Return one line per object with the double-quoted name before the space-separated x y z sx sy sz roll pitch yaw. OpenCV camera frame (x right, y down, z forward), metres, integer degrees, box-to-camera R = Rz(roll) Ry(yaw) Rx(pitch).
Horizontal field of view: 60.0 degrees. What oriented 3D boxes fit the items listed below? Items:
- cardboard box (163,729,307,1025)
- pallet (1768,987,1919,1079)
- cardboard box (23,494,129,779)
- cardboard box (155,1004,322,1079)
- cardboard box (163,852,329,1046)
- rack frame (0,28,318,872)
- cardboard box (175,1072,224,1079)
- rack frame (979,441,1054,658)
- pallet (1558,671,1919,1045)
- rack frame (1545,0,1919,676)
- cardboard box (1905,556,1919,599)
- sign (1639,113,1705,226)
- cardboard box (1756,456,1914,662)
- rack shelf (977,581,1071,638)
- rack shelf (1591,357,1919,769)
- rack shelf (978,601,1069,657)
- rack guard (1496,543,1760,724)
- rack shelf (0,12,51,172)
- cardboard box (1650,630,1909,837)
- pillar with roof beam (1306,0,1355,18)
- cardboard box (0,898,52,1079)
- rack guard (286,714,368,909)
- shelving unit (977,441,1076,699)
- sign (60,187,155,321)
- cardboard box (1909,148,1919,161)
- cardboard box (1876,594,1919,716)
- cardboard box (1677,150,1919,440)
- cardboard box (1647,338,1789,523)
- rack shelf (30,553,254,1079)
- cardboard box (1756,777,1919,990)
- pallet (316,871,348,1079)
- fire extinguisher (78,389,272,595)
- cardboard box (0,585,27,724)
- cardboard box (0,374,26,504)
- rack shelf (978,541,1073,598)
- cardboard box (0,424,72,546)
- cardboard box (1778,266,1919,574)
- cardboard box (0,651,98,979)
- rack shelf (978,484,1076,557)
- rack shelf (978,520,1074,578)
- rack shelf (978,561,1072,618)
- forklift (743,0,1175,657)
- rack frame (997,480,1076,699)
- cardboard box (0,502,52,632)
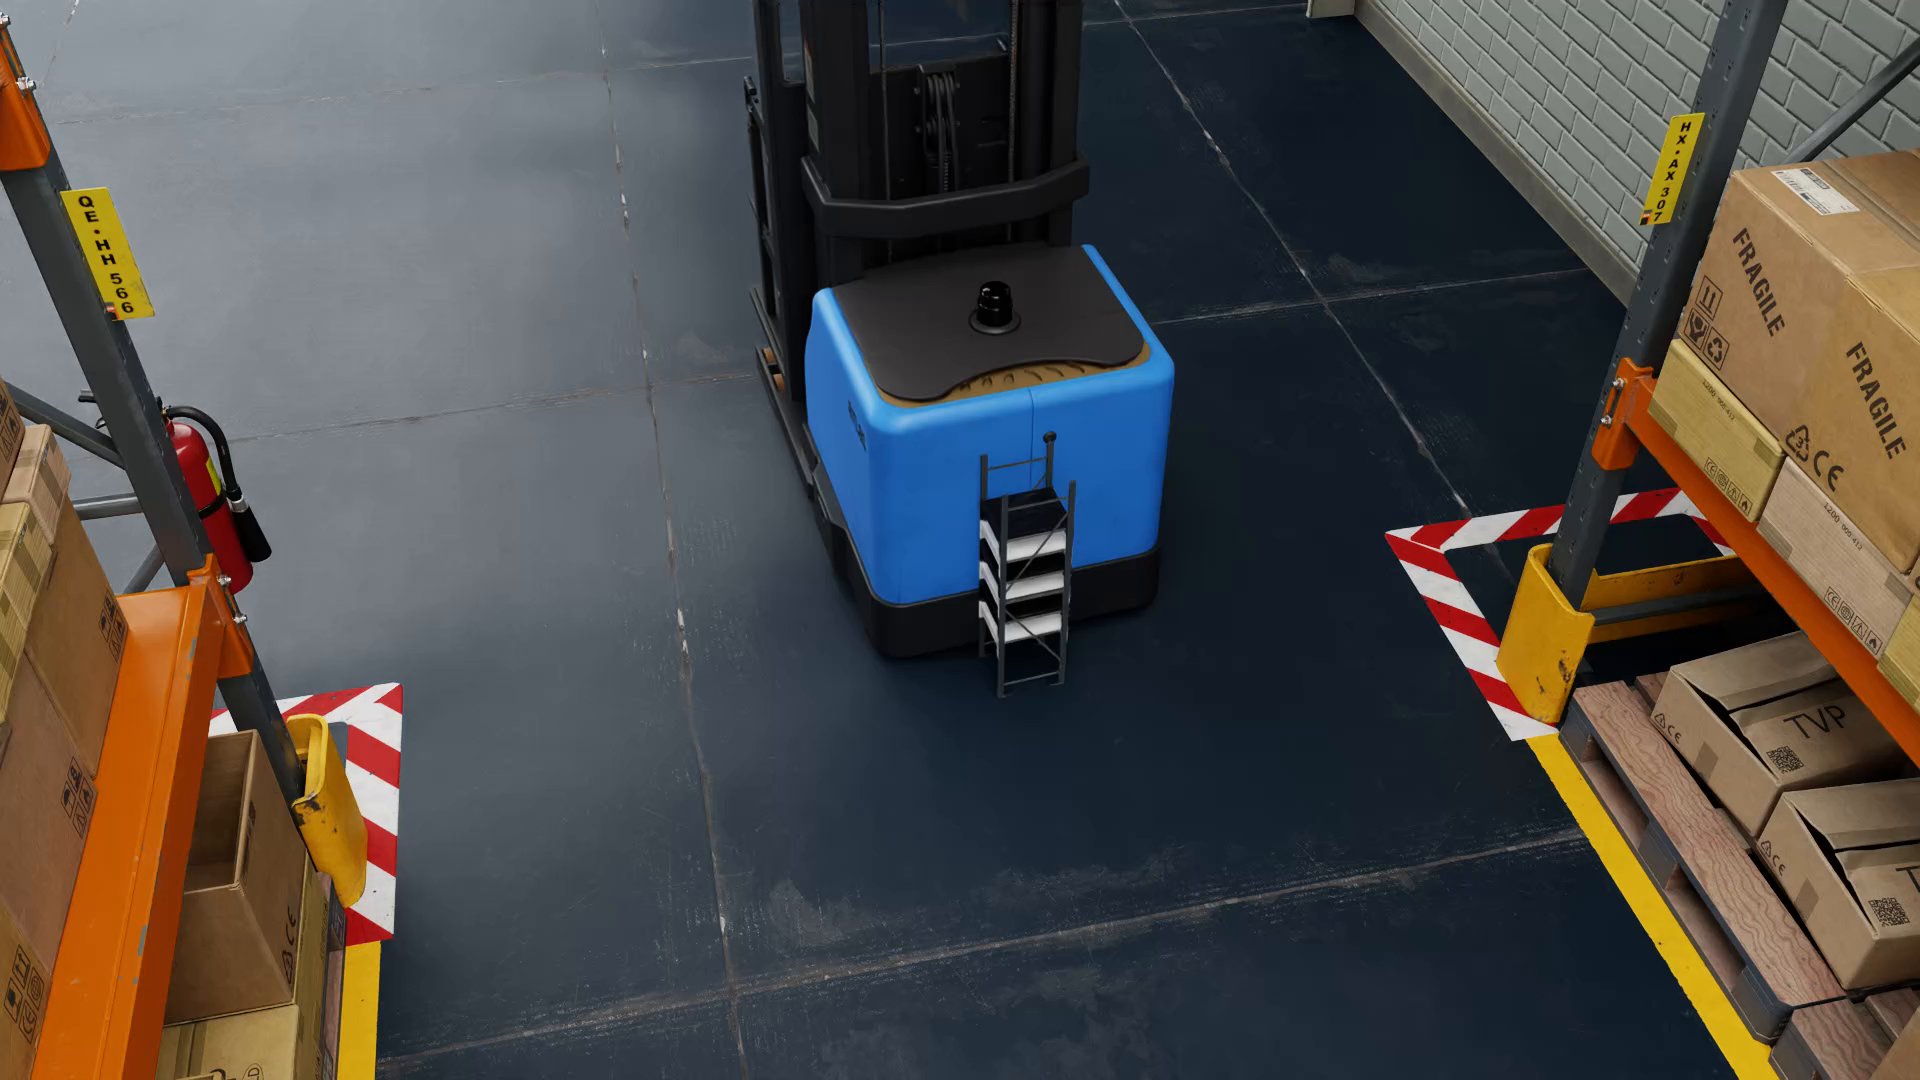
"cardboard box" -1.993 0.864 4.207 0.500 0.500 0.500 -8 42 -9
"pallet" 2.854 1.669 4.211 1.003 0.211 1.213 -8 42 -9
"cardboard box" -2.311 0.235 3.650 0.700 0.500 0.500 -8 42 -9
"cardboard box" -1.875 1.467 4.092 0.500 0.250 0.500 -8 42 -9
"cardboard box" -1.995 1.145 4.456 0.500 0.250 0.500 -8 42 -9
"rack frame" -2.399 -0.032 4.026 1.000 3.000 0.127 -8 42 -9
"cardboard box" -1.762 1.510 3.479 0.500 0.500 0.500 -8 42 -9
"rack frame" 0.181 0.049 5.517 0.240 0.900 0.006 -12 43 -13
"pallet" 2.594 0.880 5.100 1.003 0.211 1.213 -8 42 -9
"rack frame" 2.437 -0.744 4.828 1.000 3.000 0.127 -8 42 -9
"cardboard box" 2.449 0.034 3.485 0.500 0.500 0.500 -10 42 -11
"sign" 1.907 -0.990 4.453 0.100 0.325 0.005 -8 42 -9
"cardboard box" 2.358 0.001 4.087 0.500 0.250 0.500 -10 42 -11
"rack shelf" 0.211 0.206 5.526 0.258 0.077 0.200 -12 43 -13
"rack shelf" 2.869 0.822 3.607 1.077 0.370 4.000 -8 42 -9
"rack shelf" 0.211 0.273 5.586 0.258 0.077 0.200 -12 43 -13
"rack guard" 2.454 0.240 5.603 1.175 0.500 0.348 -8 42 -9
"rack shelf" -1.967 0.412 1.809 1.077 0.370 4.000 -8 42 -9
"cardboard box" 2.499 0.559 5.055 0.500 0.311 0.500 -13 43 -14
"pillar with roof beam" -2.066 -5.930 6.152 9.100 9.000 0.400 -8 42 -9
"cardboard box" -2.091 0.898 2.904 0.700 0.500 0.500 -8 42 -9
"rack guard" -2.404 0.888 4.873 1.175 0.500 0.348 -8 42 -9
"shelving unit" 0.211 0.113 5.444 0.258 0.900 0.210 -12 43 -13
"sign" -1.866 -0.622 3.641 0.100 0.325 0.005 -8 42 -9
"cardboard box" 2.746 -0.701 4.313 0.500 0.500 0.500 -9 42 -10
"cardboard box" 2.463 0.332 3.714 0.500 0.250 0.500 -9 42 -10
"cardboard box" 2.247 -0.623 4.226 0.500 0.500 0.500 -8 42 -9
"cardboard box" 2.232 -0.333 4.464 0.500 0.250 0.500 -9 42 -11
"rack shelf" -1.967 1.534 2.804 1.077 0.370 4.000 -8 42 -9
"cardboard box" 2.622 0.928 4.639 0.500 0.311 0.500 -5 42 -6
"pallet" -2.193 1.501 4.400 1.003 0.211 1.213 -8 42 -9
"fire extinguisher" -1.971 -0.146 4.213 0.296 0.674 0.183 -8 42 -9
"cardboard box" -2.017 0.244 3.152 0.380 0.149 0.250 -9 42 -10
"cardboard box" -2.299 -0.215 3.181 0.700 0.500 0.500 -8 42 -9
"rack shelf" 0.211 0.071 5.407 0.258 0.077 0.200 -12 43 -13
"cardboard box" -2.130 -0.091 3.529 0.380 0.149 0.250 -9 42 -10
"cardboard box" 2.344 -0.301 3.863 0.500 0.500 0.500 -8 42 -9
"cardboard box" -2.193 0.575 3.267 0.700 0.500 0.500 -7 42 -8
"rack shelf" 0.211 -0.064 5.287 0.258 0.077 0.200 -12 43 -13
"rack shelf" 0.211 0.004 5.347 0.258 0.077 0.200 -12 43 -13
"rack shelf" 0.211 0.138 5.467 0.258 0.077 0.200 -12 43 -13
"forklift" -0.218 -1.686 5.942 1.130 2.935 3.031 -12 43 -13
"rack frame" 0.241 0.178 5.372 0.240 0.900 0.006 -12 43 -13
"cardboard box" -2.073 0.078 3.338 0.380 0.149 0.250 -7 42 -8
